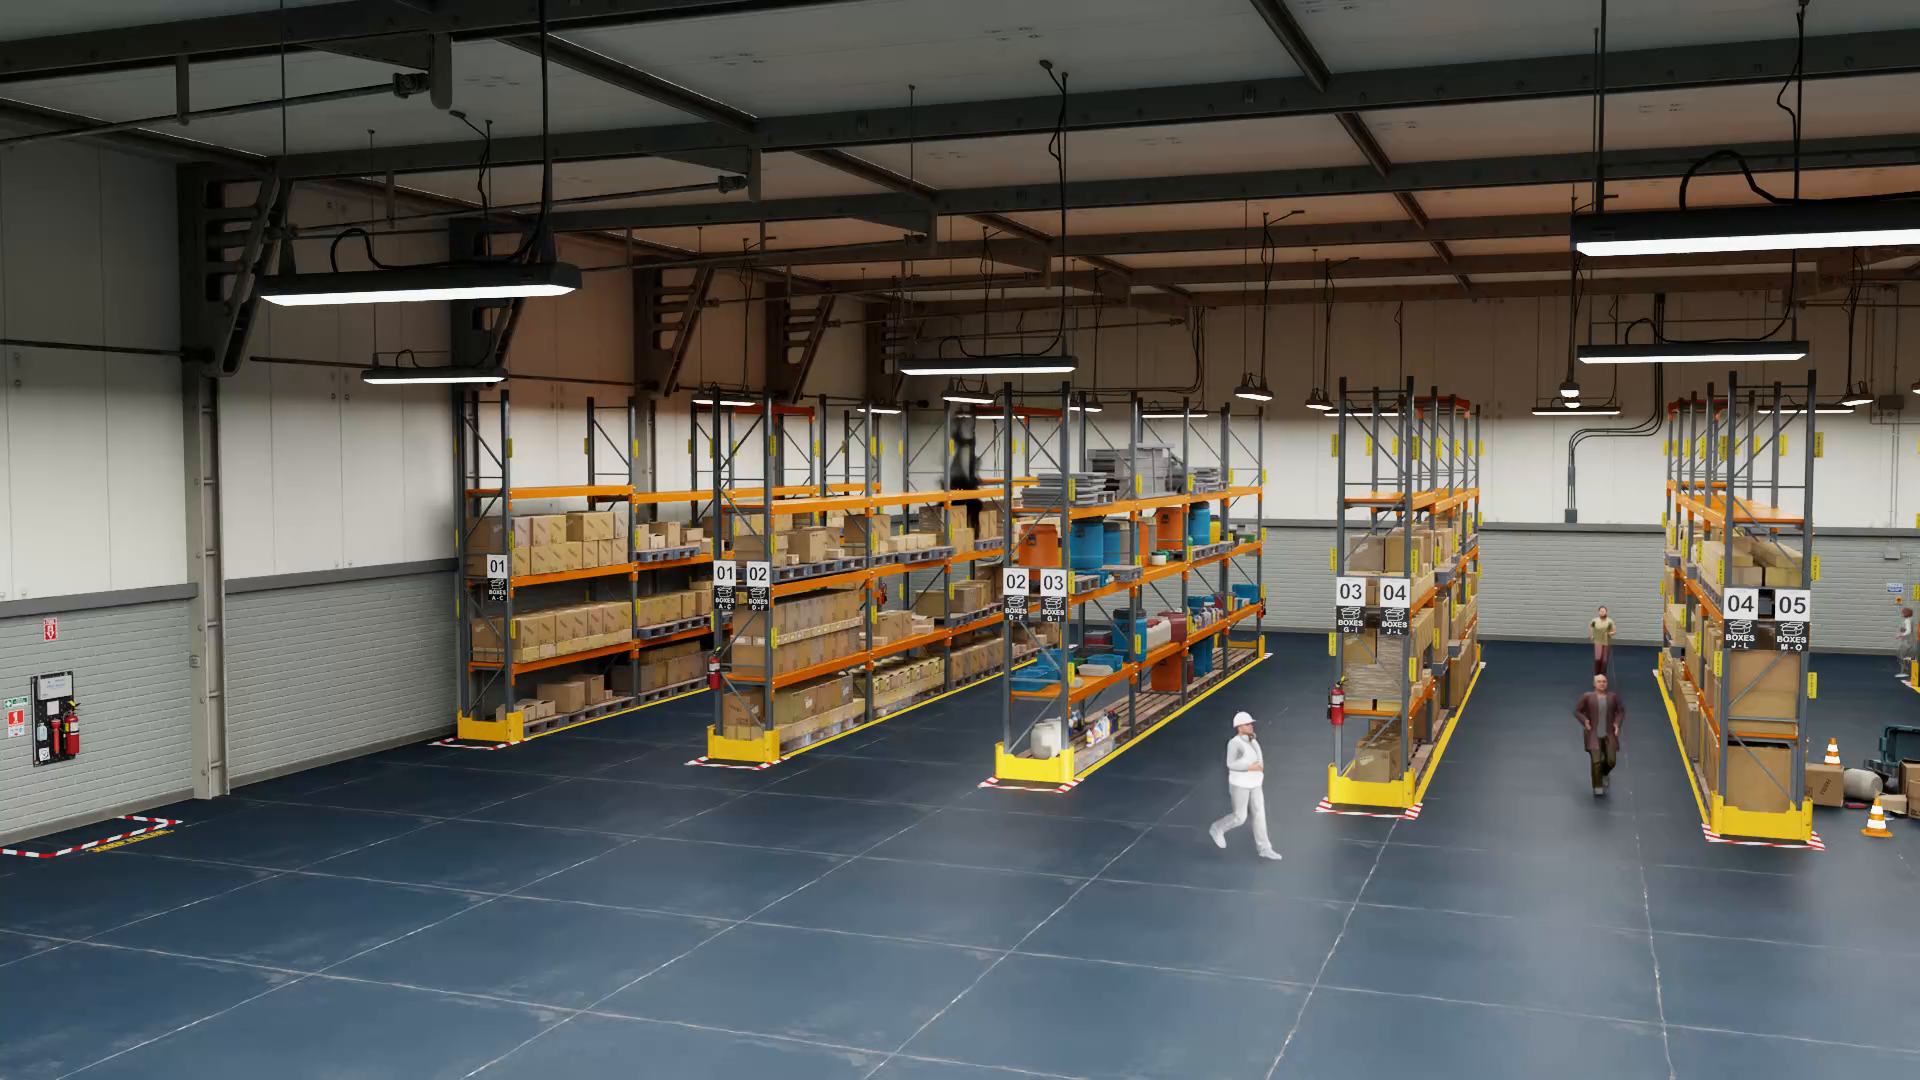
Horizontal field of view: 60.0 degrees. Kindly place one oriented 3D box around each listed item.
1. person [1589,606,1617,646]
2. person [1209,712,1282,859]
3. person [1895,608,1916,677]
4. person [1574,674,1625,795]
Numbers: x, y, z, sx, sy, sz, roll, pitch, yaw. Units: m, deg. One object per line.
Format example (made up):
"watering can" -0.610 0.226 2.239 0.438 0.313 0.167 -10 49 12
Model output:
"person" 13.604 2.233 35.186 0.553 1.683 0.681 1 3 21
"person" 3.482 2.967 20.234 0.663 1.744 0.990 -3 4 -45
"person" 20.711 2.294 36.233 0.615 1.469 0.532 3 4 41
"person" 9.261 2.808 24.058 0.706 1.725 0.663 1 3 12
